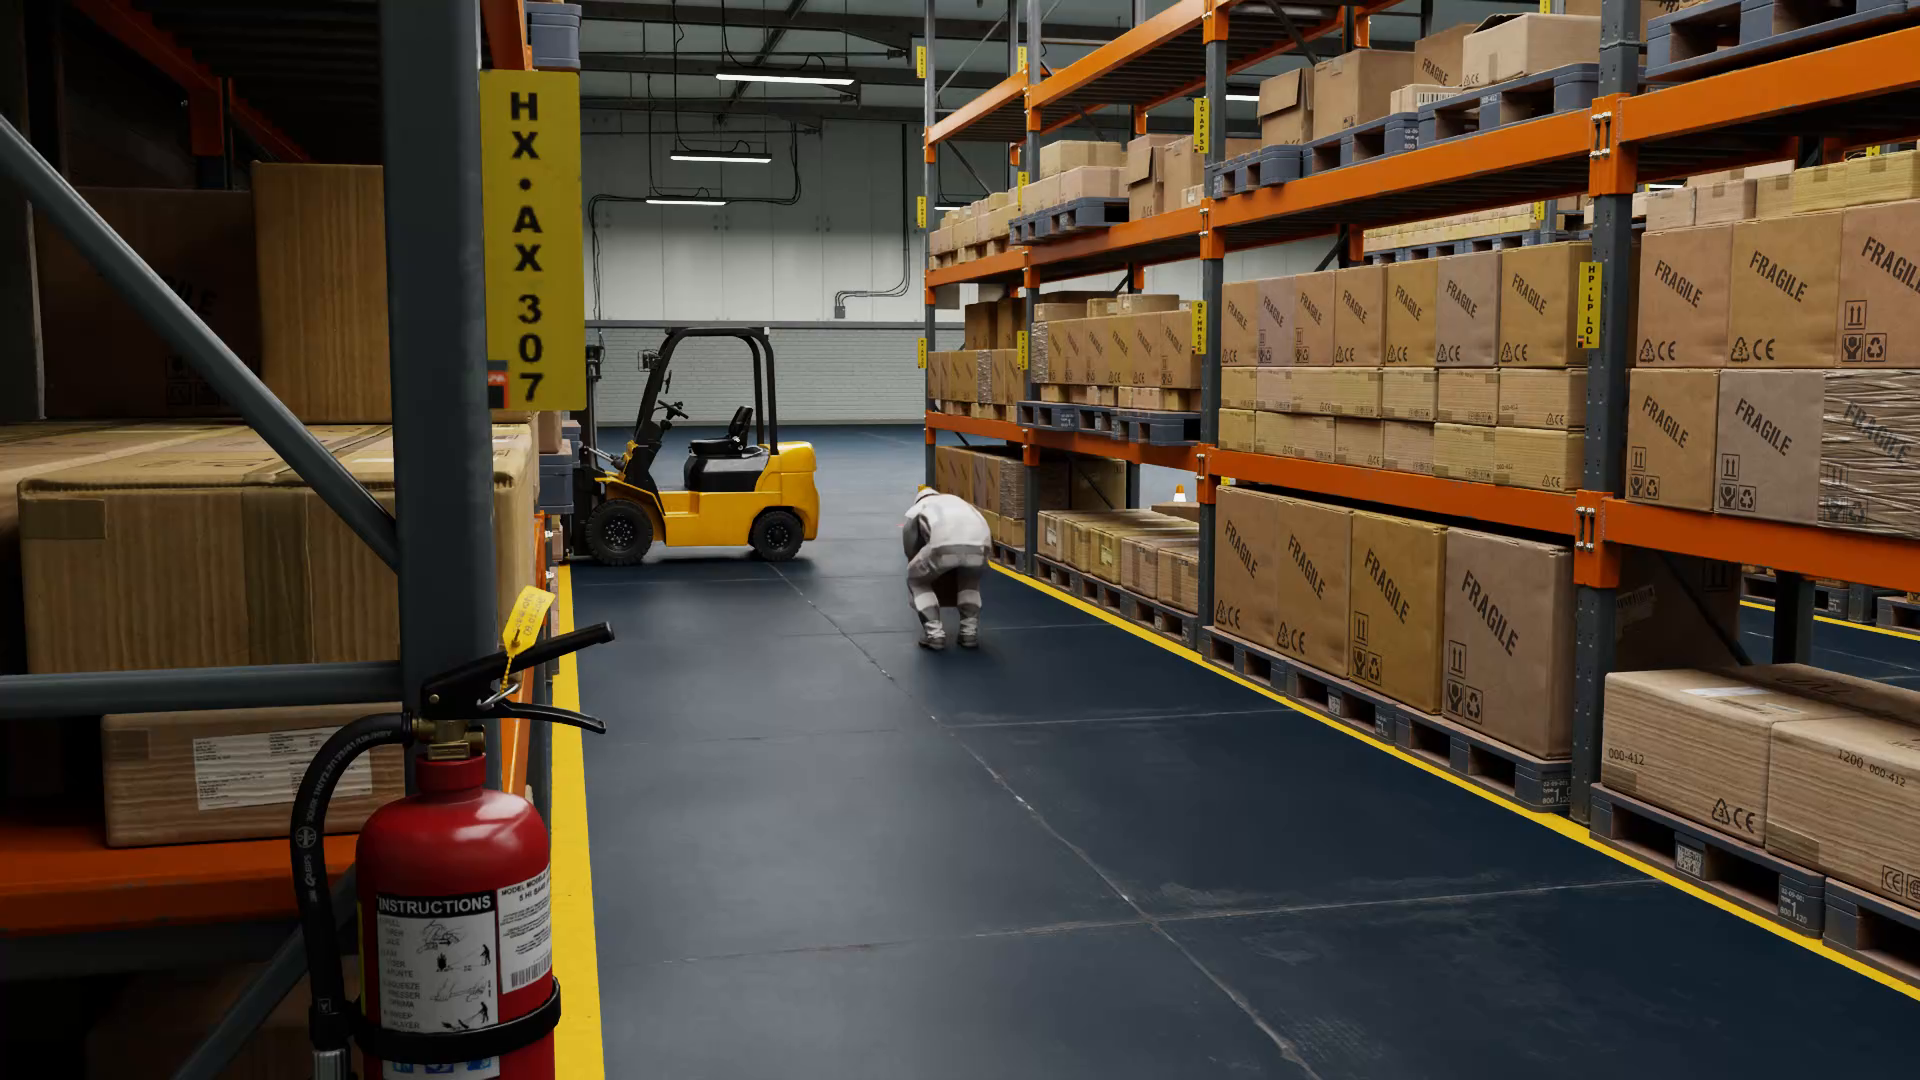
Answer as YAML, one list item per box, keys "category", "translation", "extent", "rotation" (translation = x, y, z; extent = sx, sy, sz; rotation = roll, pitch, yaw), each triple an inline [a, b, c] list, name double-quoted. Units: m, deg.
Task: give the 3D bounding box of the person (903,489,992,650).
- category: "person"
  translation: [-0.101, 0.183, 10.866]
  extent: [0.530, 0.988, 0.950]
  rotation: [-2, 6, -16]
